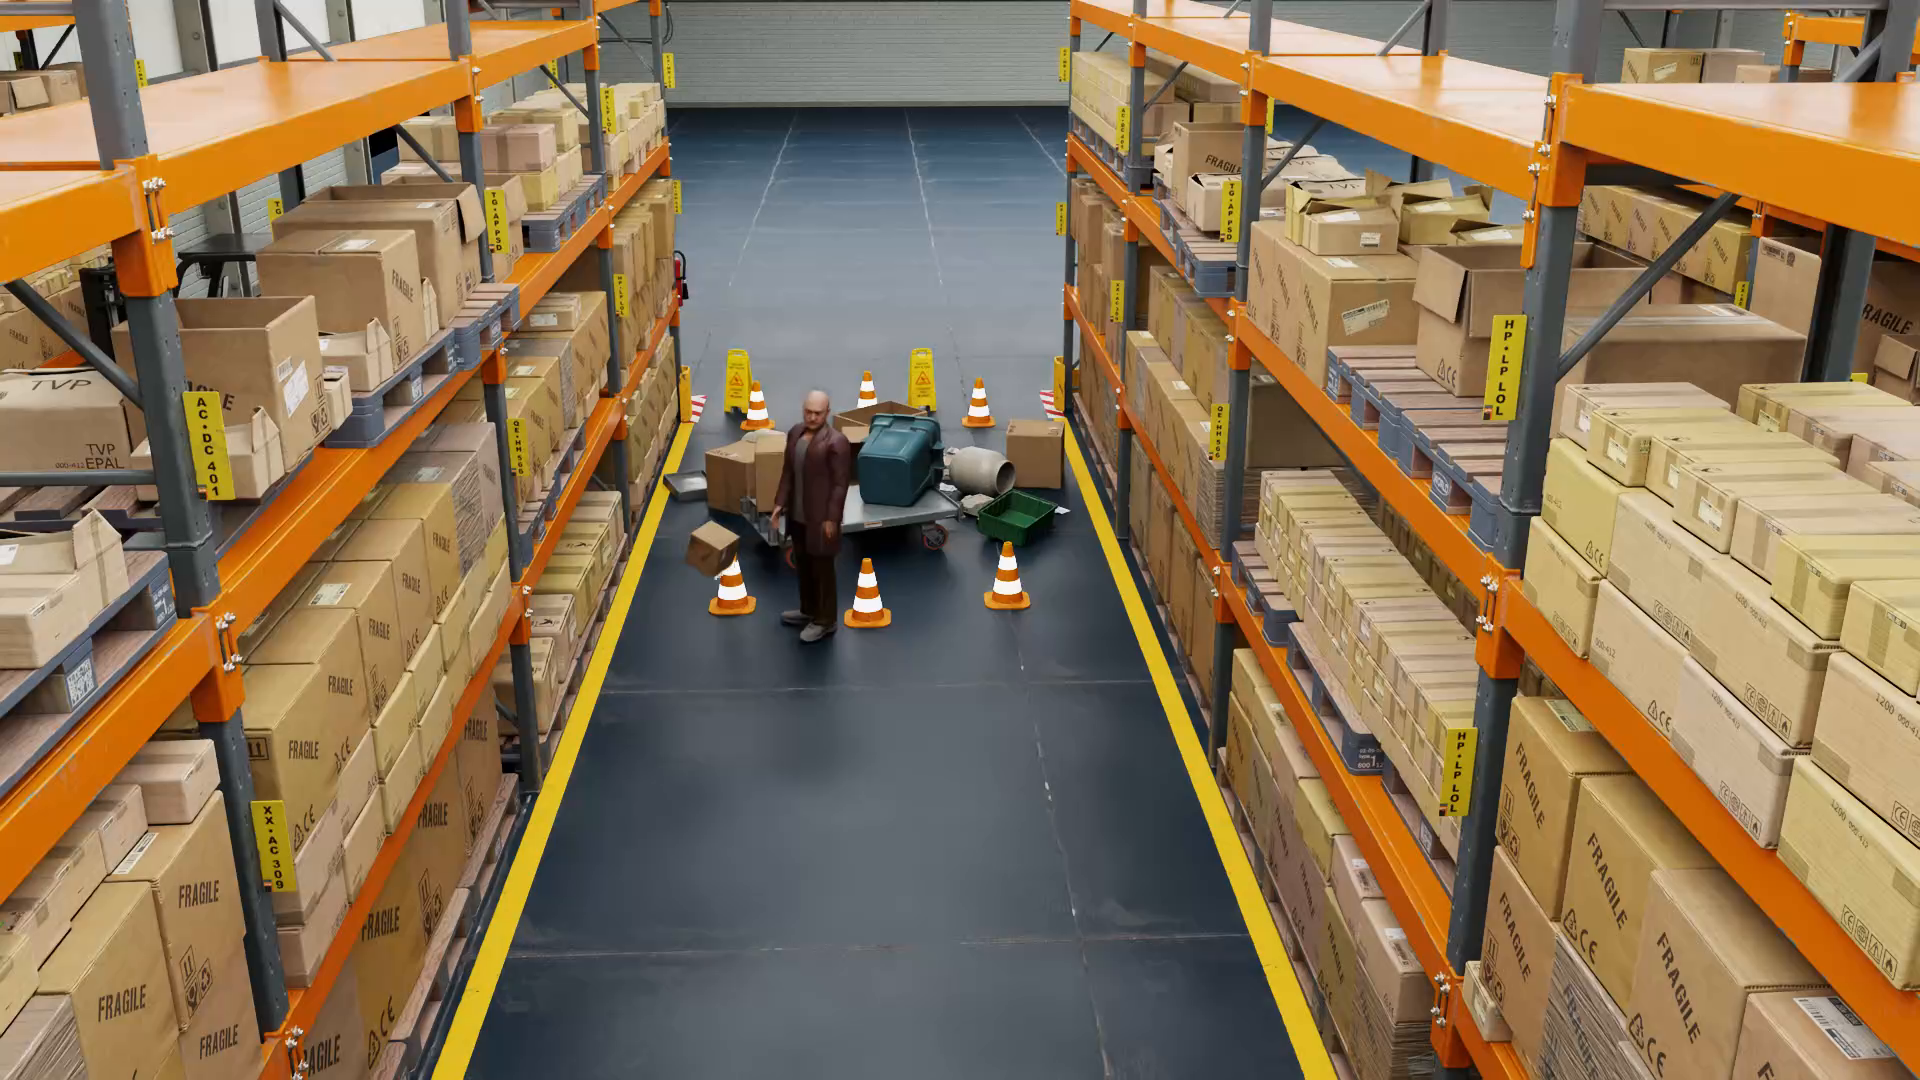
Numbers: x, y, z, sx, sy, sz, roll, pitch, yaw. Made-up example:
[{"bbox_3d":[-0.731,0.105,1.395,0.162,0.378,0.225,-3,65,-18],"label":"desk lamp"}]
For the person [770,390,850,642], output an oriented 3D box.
[{"bbox_3d":[-1.057,-0.177,11.528,0.684,1.783,0.403,19,27,42],"label":"person"}]
